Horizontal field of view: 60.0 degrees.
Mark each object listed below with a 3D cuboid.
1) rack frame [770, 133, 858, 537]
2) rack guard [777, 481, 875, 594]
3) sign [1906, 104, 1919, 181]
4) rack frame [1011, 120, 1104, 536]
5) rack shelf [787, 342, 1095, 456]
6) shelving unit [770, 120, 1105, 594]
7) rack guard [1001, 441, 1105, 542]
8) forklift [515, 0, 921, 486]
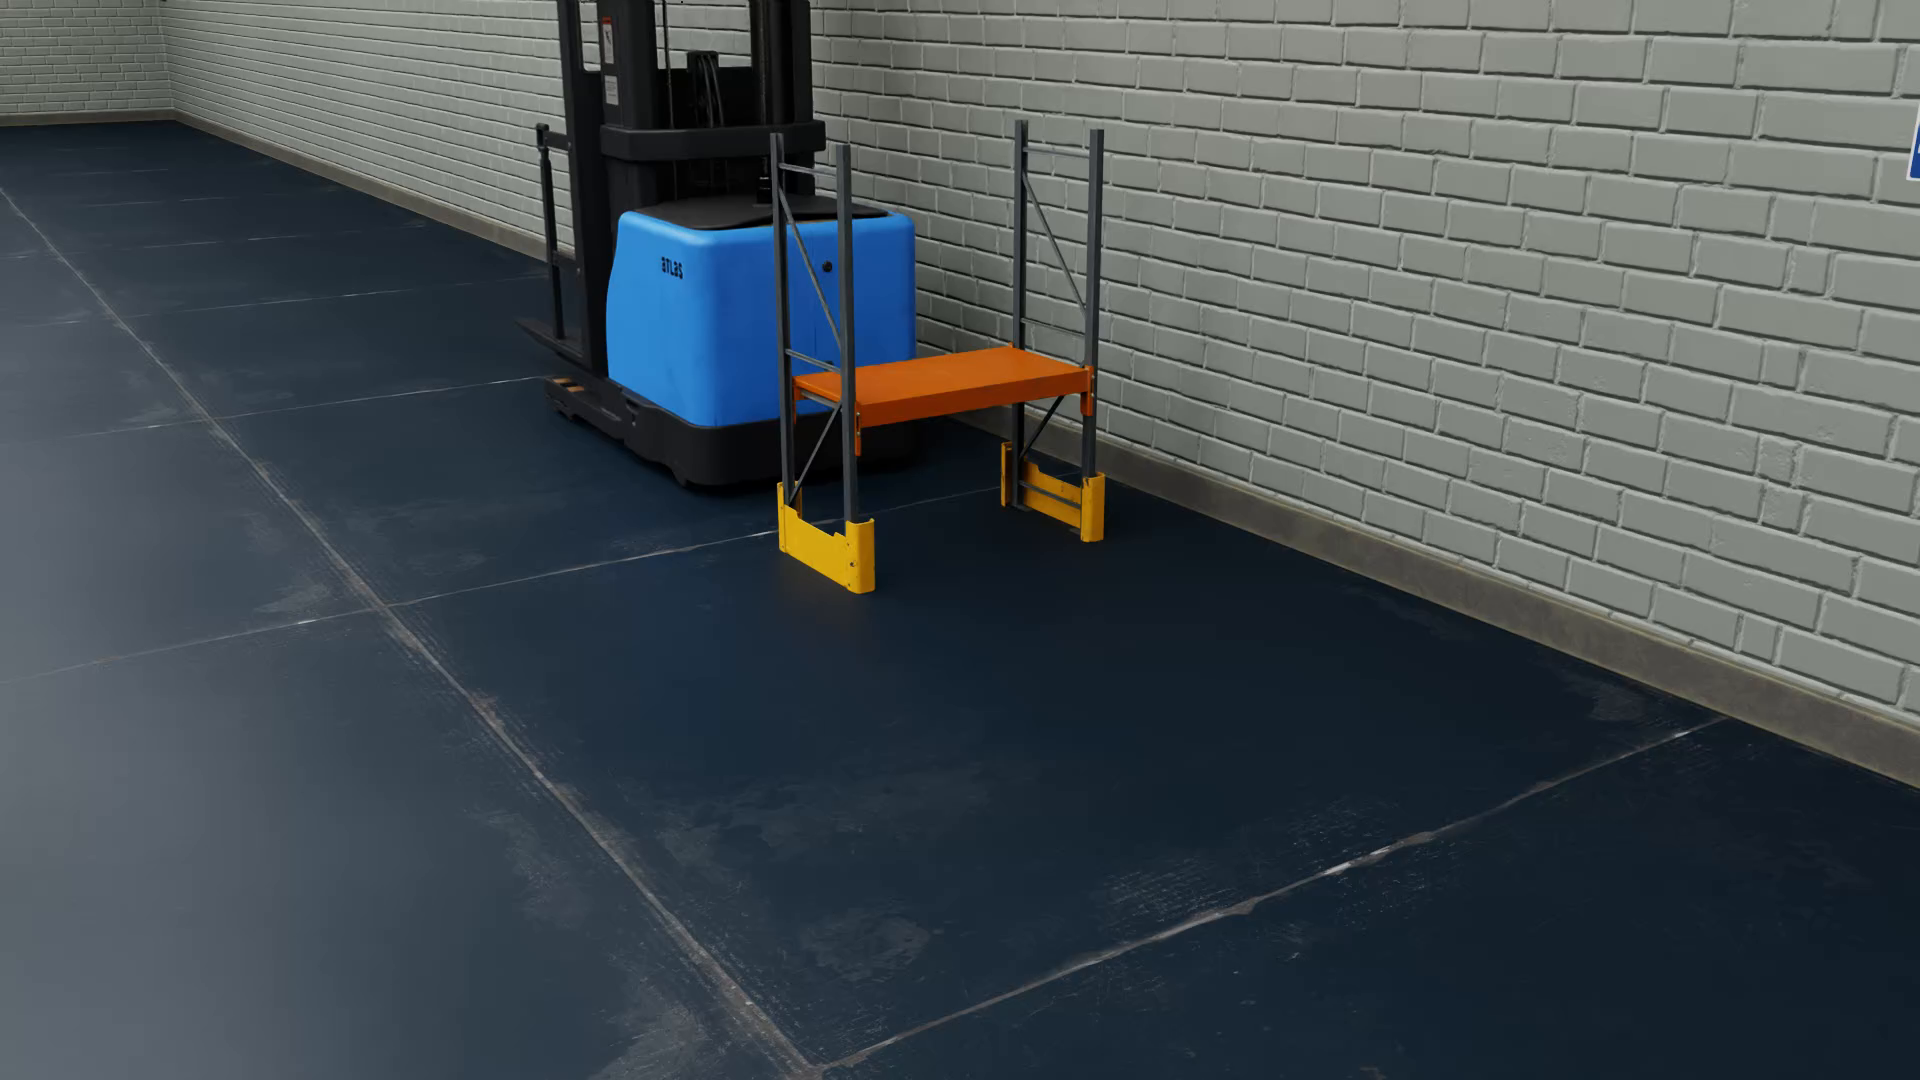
[{"bbox_3d":[-0.496,-0.606,5.695,0.032,1.500,0.500,-12,22,-31],"label":"rack frame"},{"bbox_3d":[-0.480,-0.017,5.906,0.087,0.250,0.587,-12,22,-31],"label":"rack guard"},{"bbox_3d":[2.429,-0.950,3.948,0.001,0.218,0.327,-12,22,-31],"label":"sign"},{"bbox_3d":[0.353,-0.785,6.225,0.032,1.500,0.500,-12,22,-31],"label":"rack frame"},{"bbox_3d":[-0.071,-0.525,6.018,1.000,0.185,0.538,-12,22,-31],"label":"rack shelf"},{"bbox_3d":[-0.064,-0.697,5.965,1.083,1.500,0.587,-12,22,-31],"label":"shelving unit"},{"bbox_3d":[0.352,-0.193,6.425,0.087,0.250,0.587,-12,22,-31],"label":"rack guard"},{"bbox_3d":[-1.365,-2.026,7.661,1.130,2.935,3.031,-11,22,-30],"label":"forklift"}]
